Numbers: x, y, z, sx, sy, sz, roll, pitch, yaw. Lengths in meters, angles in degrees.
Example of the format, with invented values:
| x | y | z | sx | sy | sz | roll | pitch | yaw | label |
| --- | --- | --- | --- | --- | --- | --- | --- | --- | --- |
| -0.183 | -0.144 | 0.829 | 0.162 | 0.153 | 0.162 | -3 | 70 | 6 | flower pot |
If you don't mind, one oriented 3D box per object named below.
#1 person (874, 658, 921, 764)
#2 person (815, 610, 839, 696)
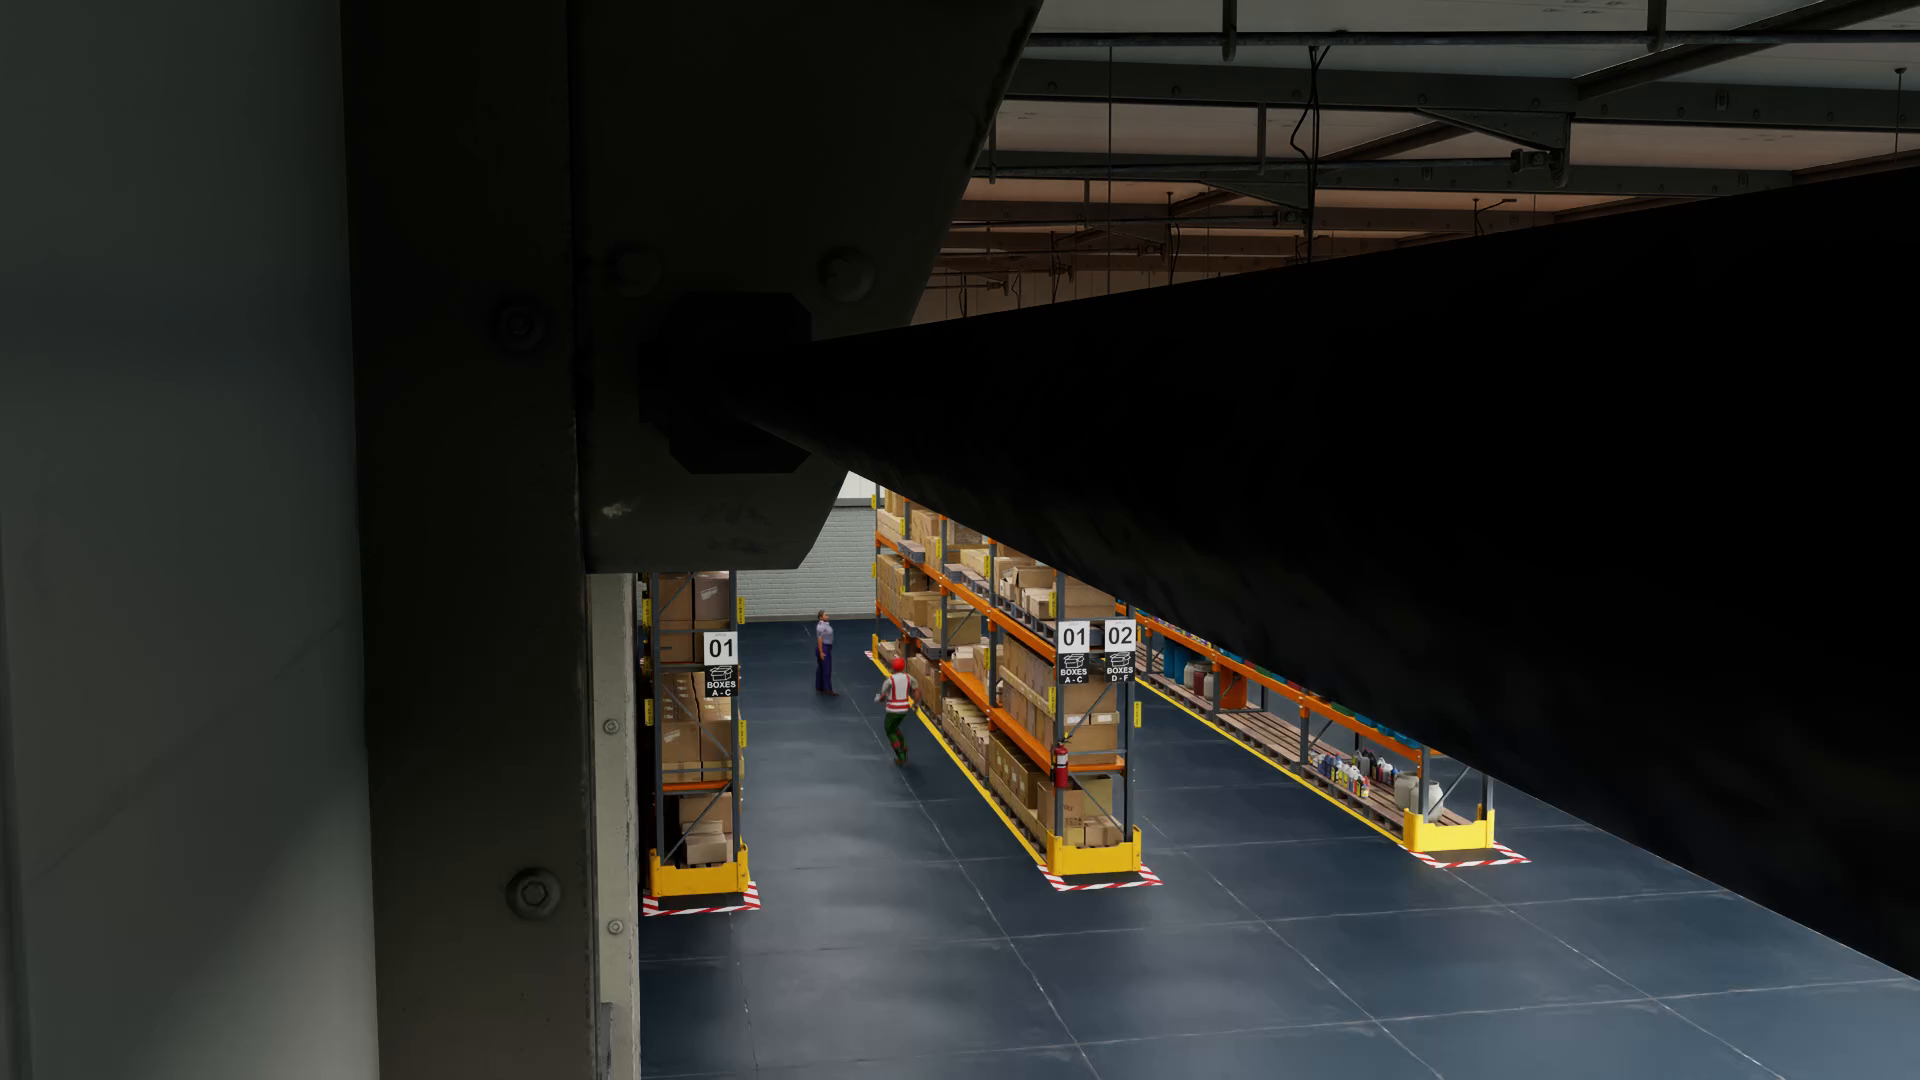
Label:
| x | y | z | sx | sy | sz | roll | pitch | yaw | label |
| --- | --- | --- | --- | --- | --- | --- | --- | --- | --- |
| -1.055 | 2.724 | 26.823 | 0.687 | 1.709 | 0.652 | -6 | 8 | -44 | person |
| -2.590 | 2.190 | 32.457 | 0.498 | 1.668 | 0.509 | 0 | 6 | 3 | person |
